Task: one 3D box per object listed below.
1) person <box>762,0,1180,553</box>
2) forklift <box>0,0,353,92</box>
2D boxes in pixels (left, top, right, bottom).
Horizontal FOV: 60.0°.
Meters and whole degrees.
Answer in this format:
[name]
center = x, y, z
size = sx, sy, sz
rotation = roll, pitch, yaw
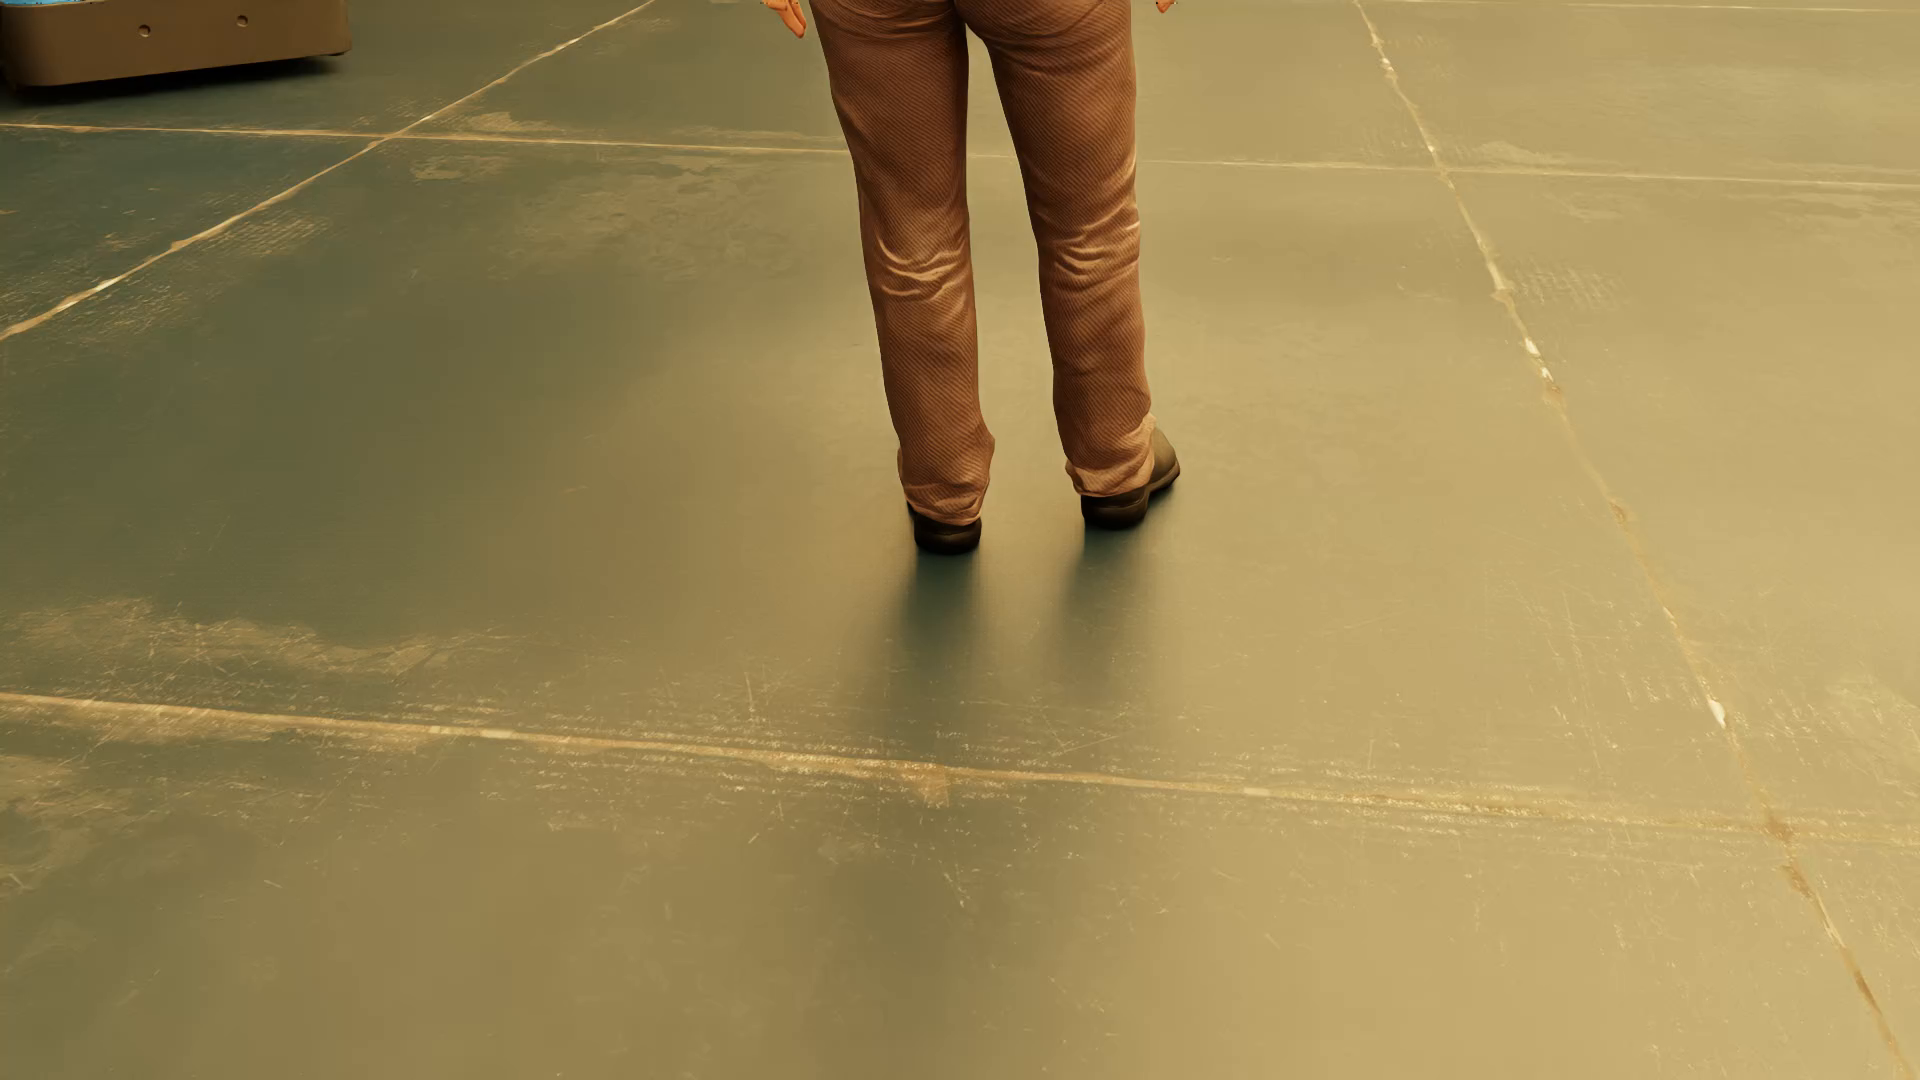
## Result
[person]
center = 0.016, -0.804, 2.168
size = 0.633, 1.722, 0.566
rotation = 3, 27, 7
[forklift]
center = -3.393, -3.312, 5.857
size = 1.130, 2.935, 3.031
rotation = -19, 32, -33
